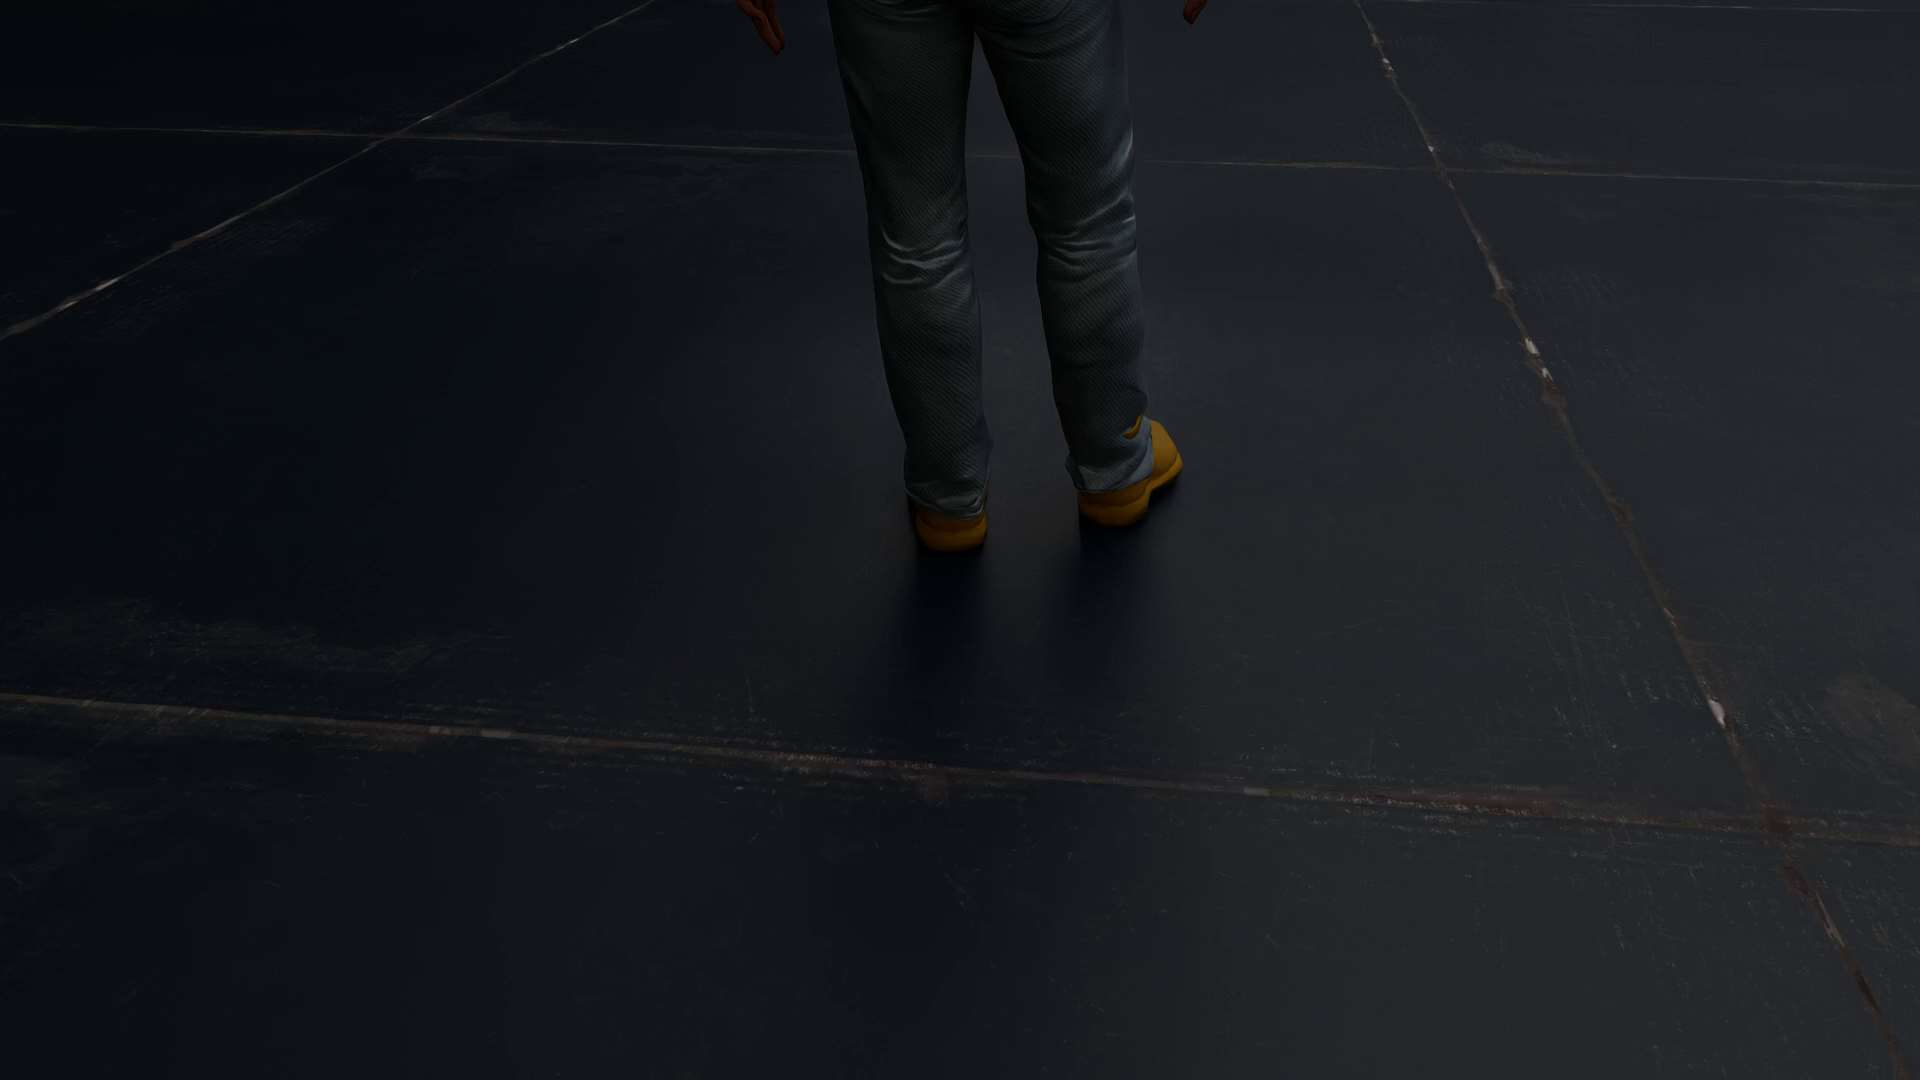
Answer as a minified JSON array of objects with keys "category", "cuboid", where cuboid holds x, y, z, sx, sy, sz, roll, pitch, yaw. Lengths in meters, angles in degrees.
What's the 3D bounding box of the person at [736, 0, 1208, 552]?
[{"category":"person","cuboid":[0.016,-0.827,2.163,0.665,1.765,0.577,3,27,7]}]
